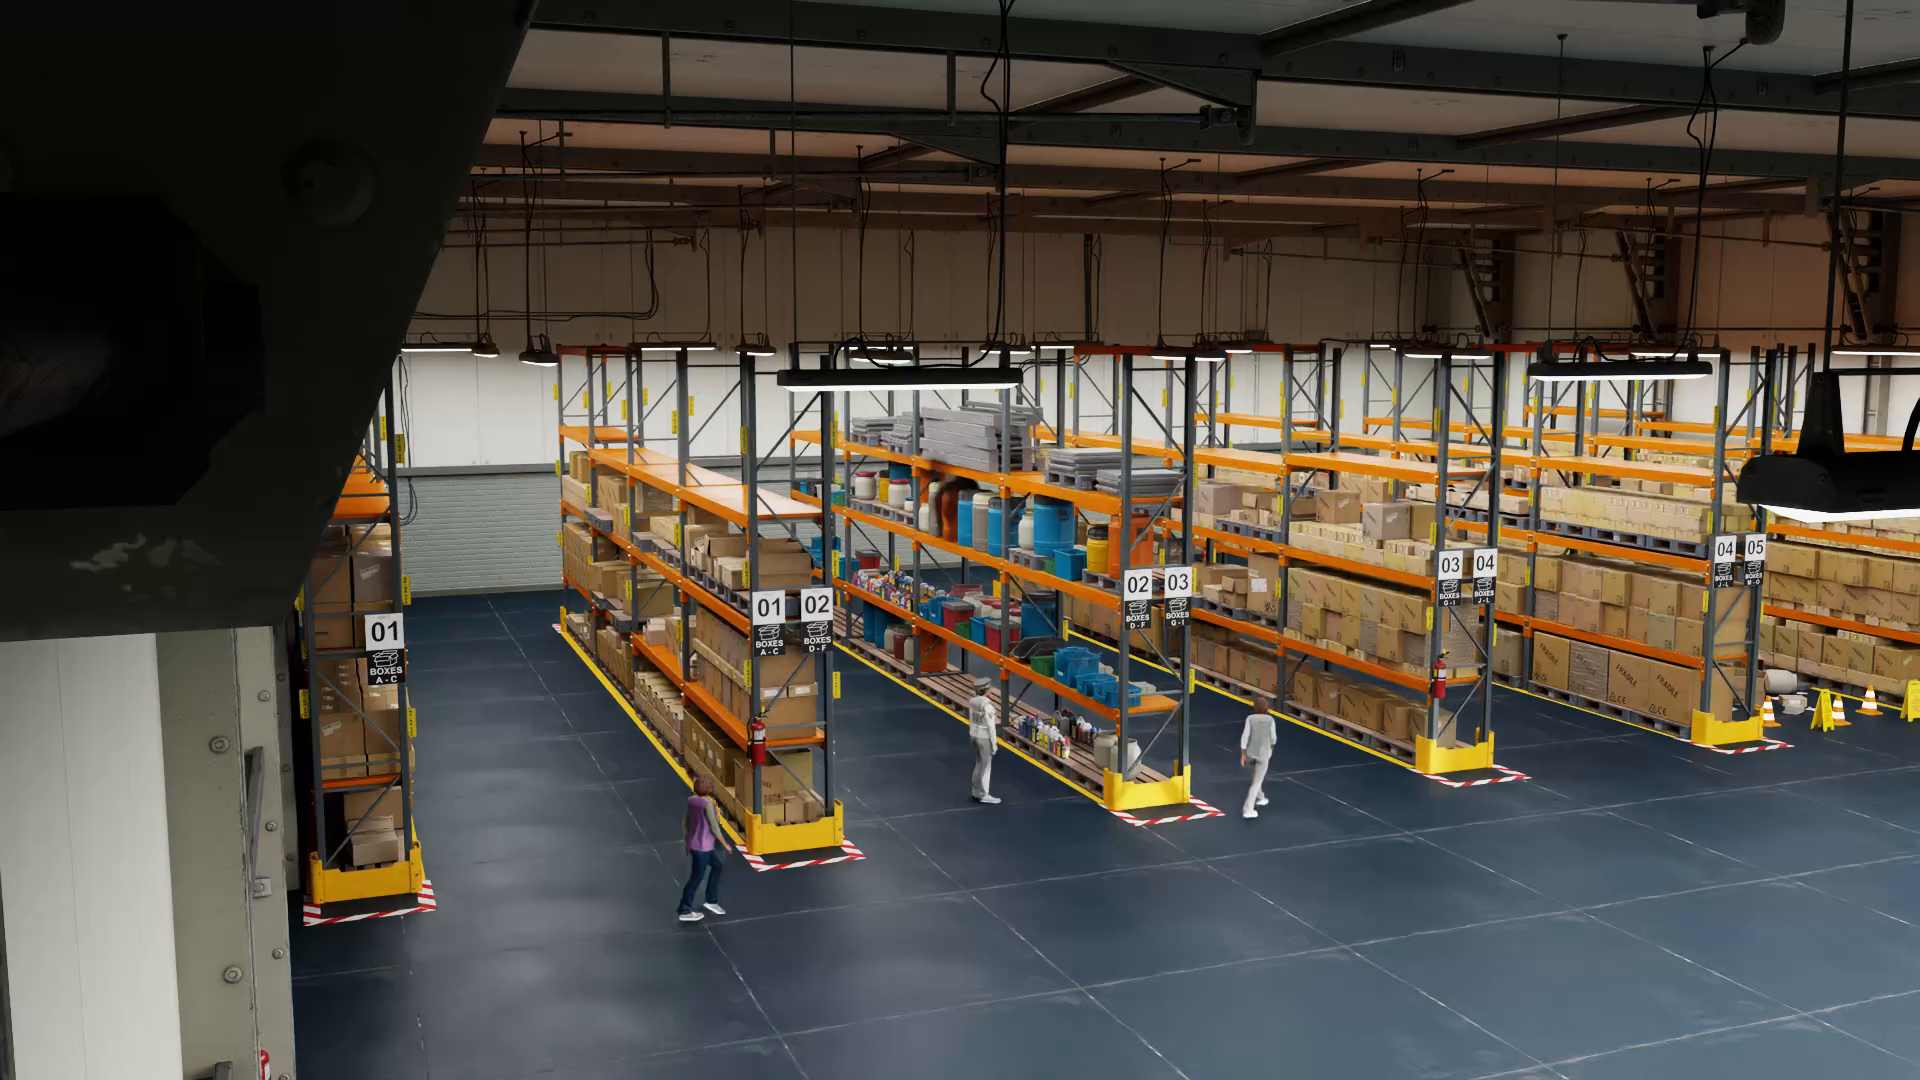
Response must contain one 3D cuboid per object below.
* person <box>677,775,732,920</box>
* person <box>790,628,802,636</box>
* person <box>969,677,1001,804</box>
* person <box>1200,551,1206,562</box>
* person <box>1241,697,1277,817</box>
[{"bbox_3d":[-2.744,3.297,17.755,0.589,1.620,0.411,-3,8,-21],"label":"person"},{"bbox_3d":[-3.258,1.350,32.681,0.463,1.667,0.613,-1,7,-8],"label":"person"},{"bbox_3d":[0.322,2.719,22.288,0.339,1.745,0.536,-4,8,-29],"label":"person"},{"bbox_3d":[5.064,1.095,34.318,0.657,1.746,0.964,-2,8,-17],"label":"person"},{"bbox_3d":[3.931,2.795,21.712,0.380,1.550,0.918,6,9,39],"label":"person"}]
